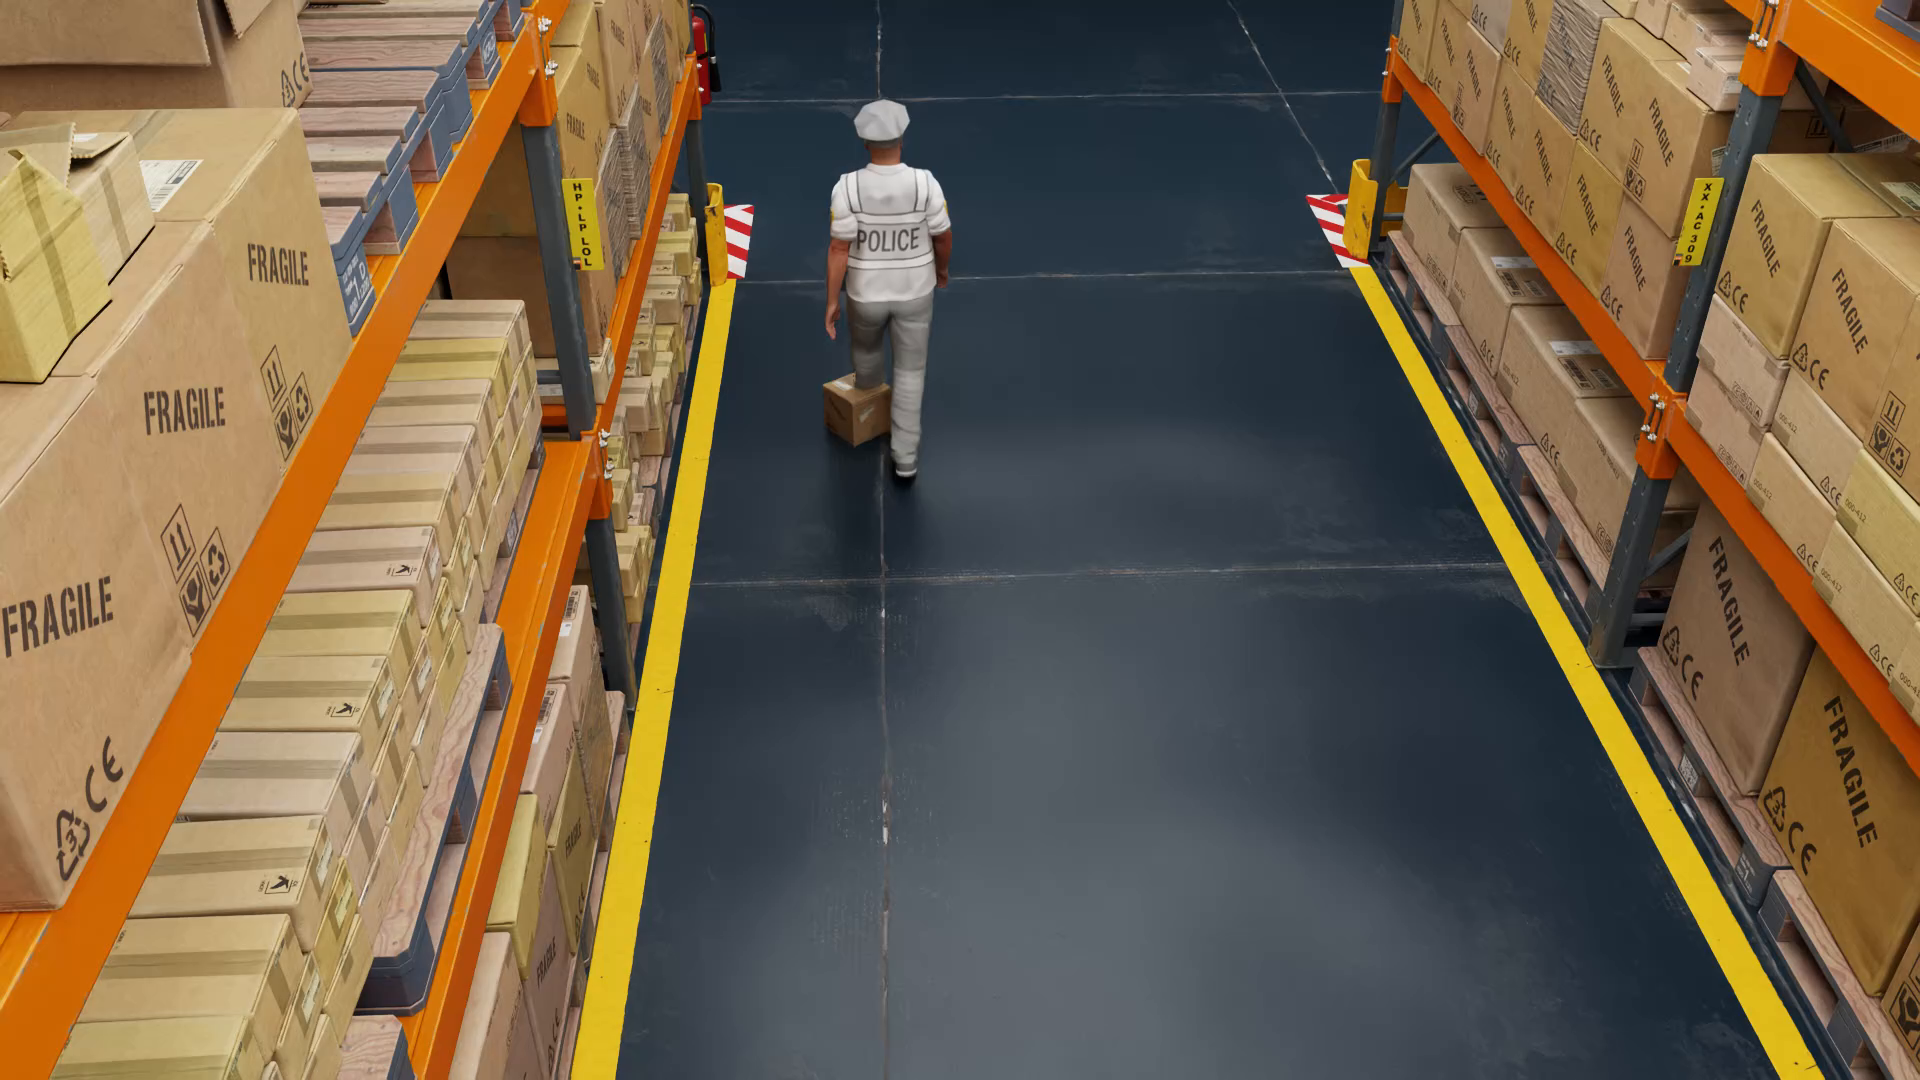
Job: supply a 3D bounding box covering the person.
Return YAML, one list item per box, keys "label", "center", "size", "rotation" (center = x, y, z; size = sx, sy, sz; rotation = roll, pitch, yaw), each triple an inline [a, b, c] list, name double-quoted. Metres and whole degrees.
- label: "person"
  center: [-0.334, -1.245, 7.878]
  size: [0.593, 1.739, 0.956]
  rotation: [0, 35, 0]
